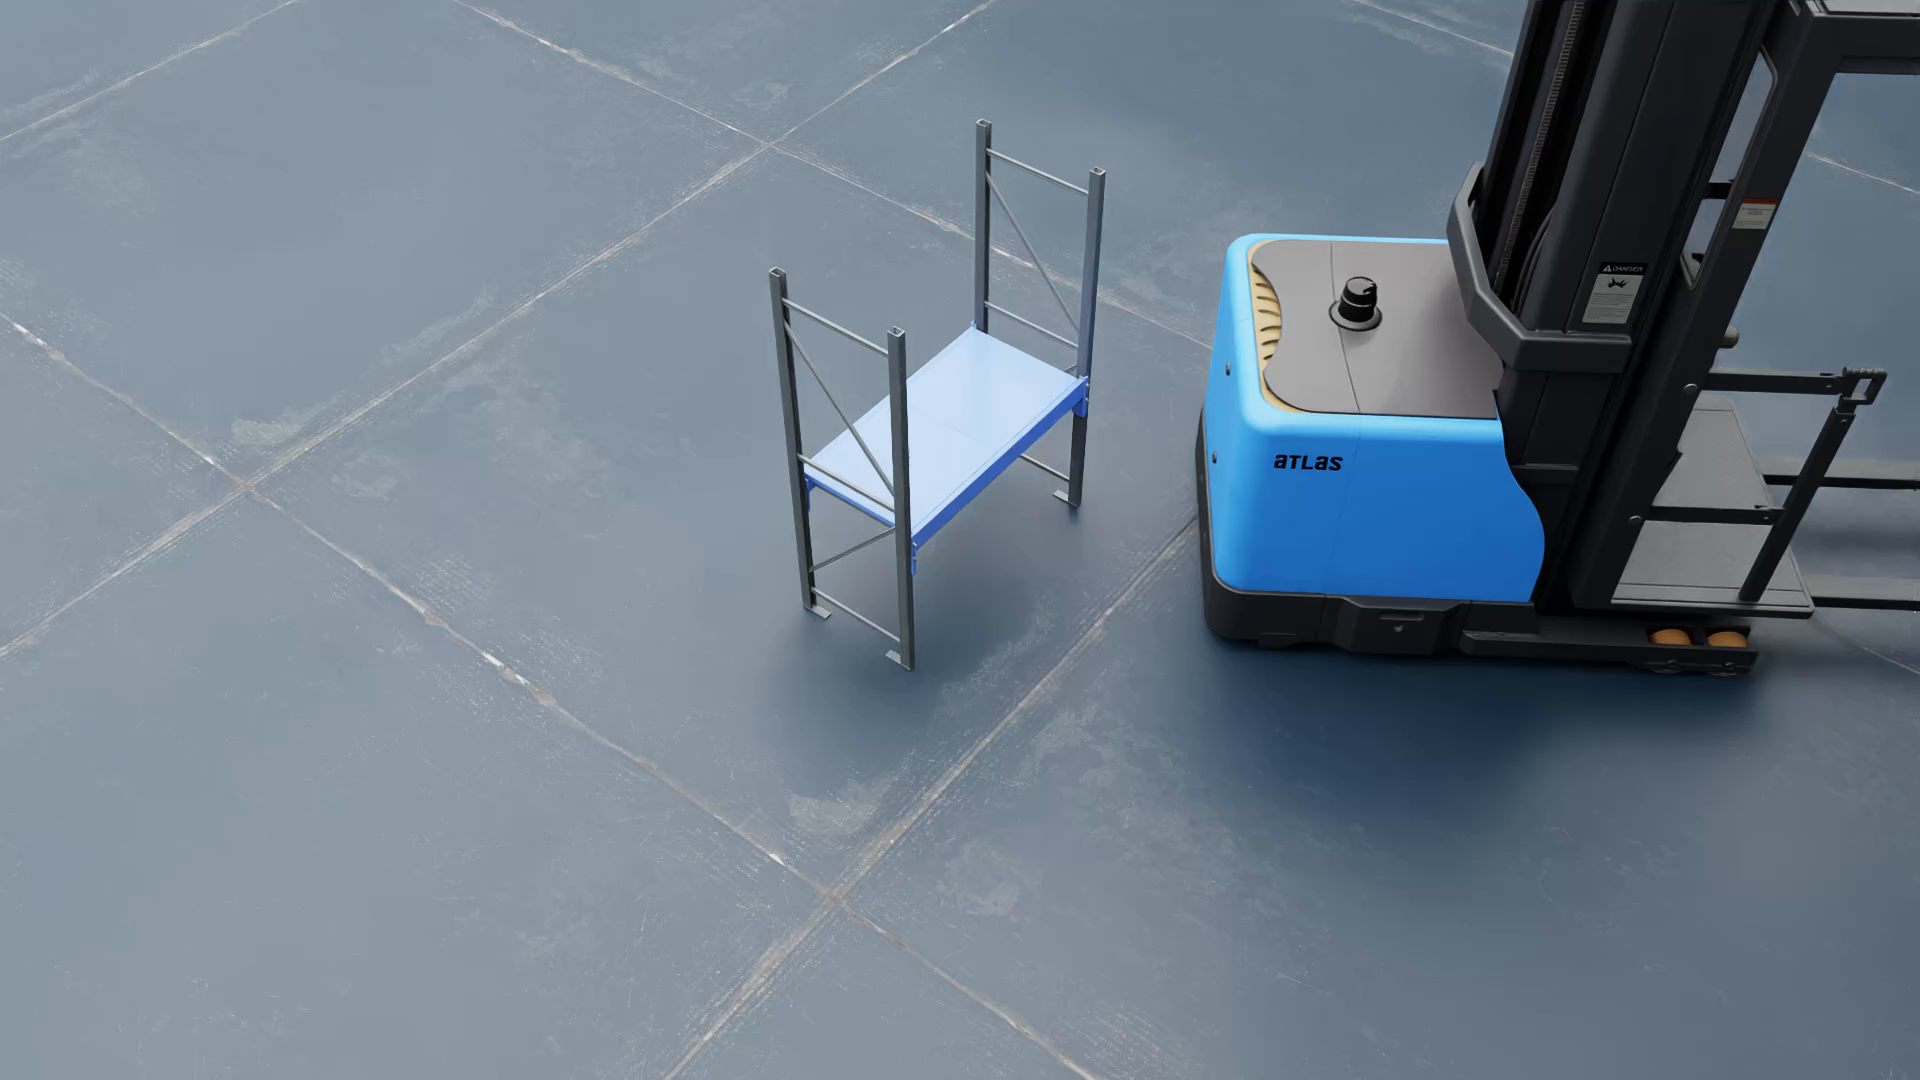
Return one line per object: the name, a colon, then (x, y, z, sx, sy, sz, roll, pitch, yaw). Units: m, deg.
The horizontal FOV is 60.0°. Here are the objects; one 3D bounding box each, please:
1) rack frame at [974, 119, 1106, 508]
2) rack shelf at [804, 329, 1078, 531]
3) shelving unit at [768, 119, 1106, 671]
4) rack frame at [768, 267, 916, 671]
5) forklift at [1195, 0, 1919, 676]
rack frame: (0.259, -0.760, 5.939, 0.500, 1.500, 0.032, 29, 53, 25)
rack shelf: (-0.052, -0.379, 5.756, 0.459, 0.062, 0.952, 29, 53, 25)
shelving unit: (-0.052, -0.469, 5.661, 0.500, 1.500, 1.048, 29, 53, 25)
rack frame: (-0.363, -0.178, 5.383, 0.500, 1.500, 0.032, 29, 53, 25)
forklift: (2.403, -0.937, 5.118, 3.031, 2.935, 1.130, 2, 46, 2)
